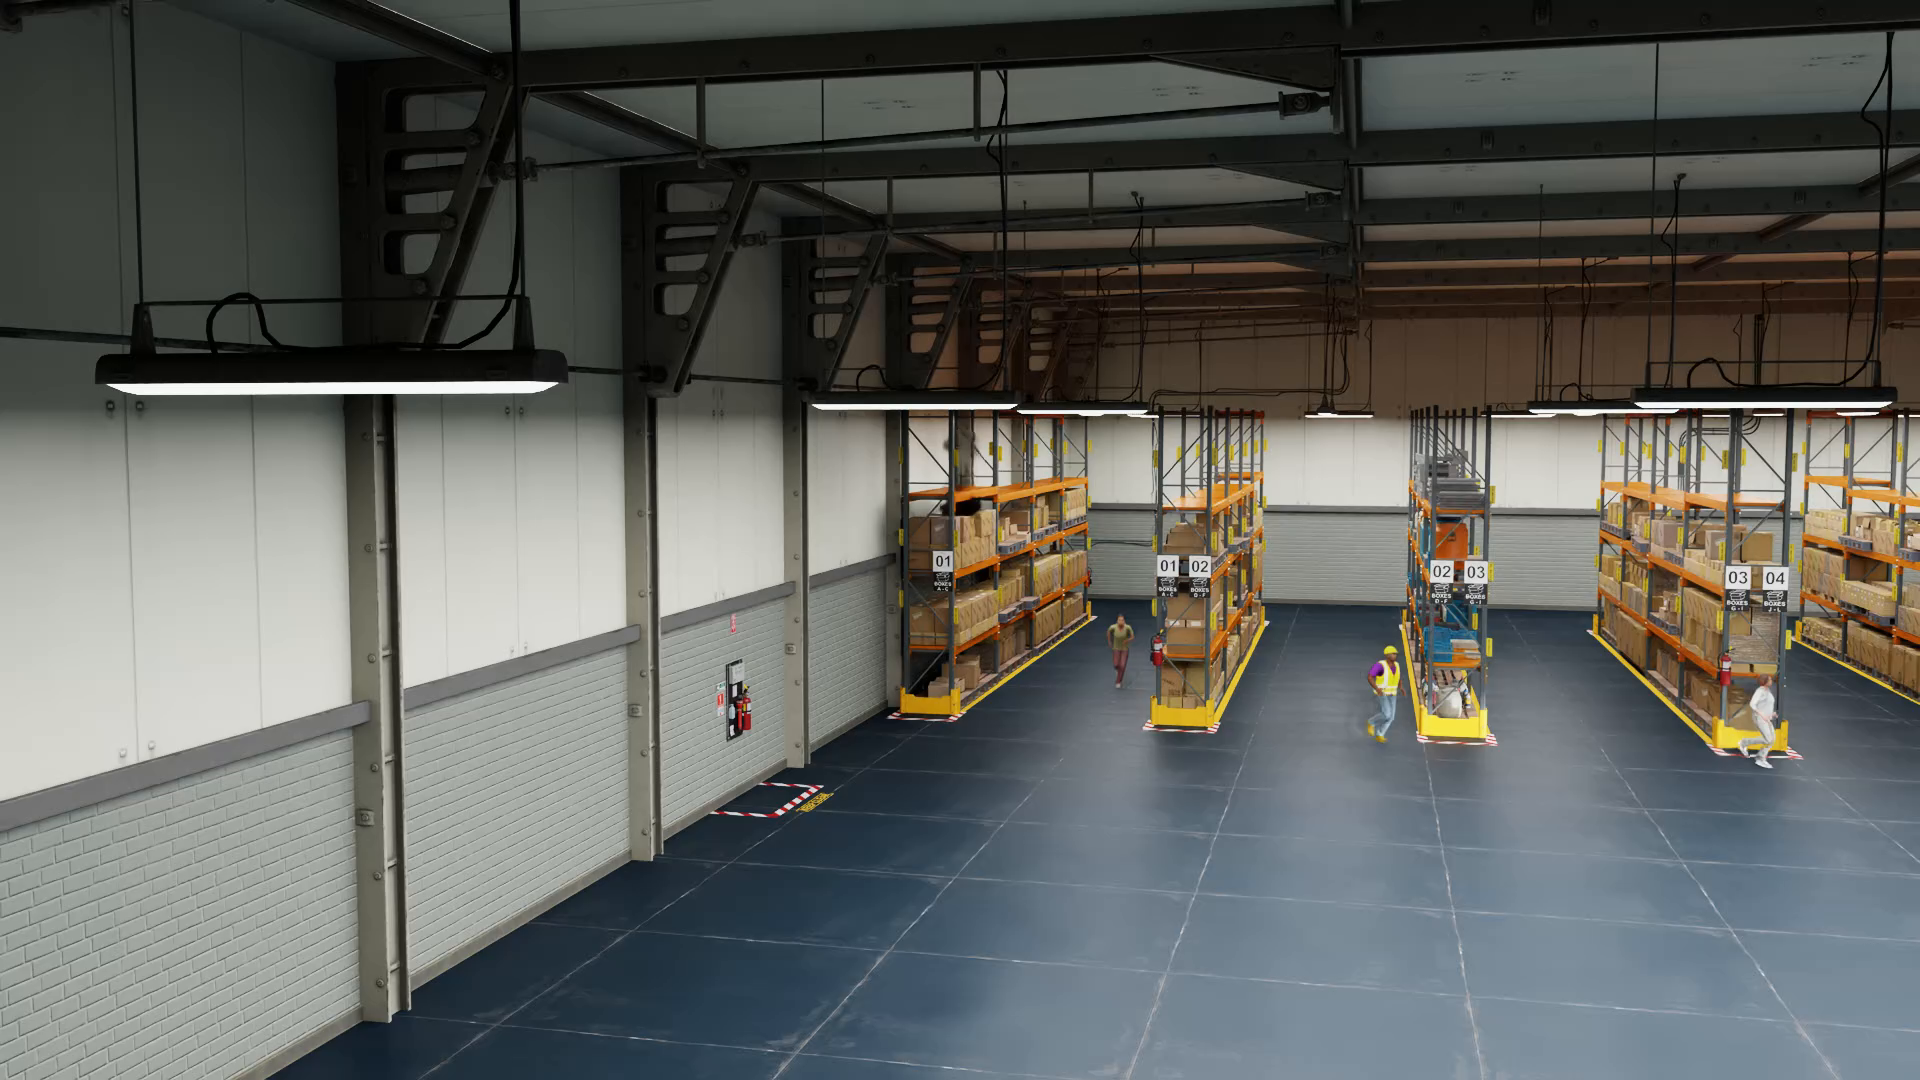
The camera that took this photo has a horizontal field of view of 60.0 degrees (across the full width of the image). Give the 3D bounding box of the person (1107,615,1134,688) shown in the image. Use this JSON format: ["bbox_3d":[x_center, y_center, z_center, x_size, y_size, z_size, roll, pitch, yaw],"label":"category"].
[{"bbox_3d":[3.443,2.379,35.697,0.570,1.597,0.672,0,4,4],"label":"person"}]

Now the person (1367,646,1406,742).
[{"bbox_3d":[7.628,2.749,29.772,0.713,1.707,0.558,-2,5,-28],"label":"person"}]

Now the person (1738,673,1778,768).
[{"bbox_3d":[13.252,2.982,27.611,0.551,1.563,0.551,4,6,42],"label":"person"}]
